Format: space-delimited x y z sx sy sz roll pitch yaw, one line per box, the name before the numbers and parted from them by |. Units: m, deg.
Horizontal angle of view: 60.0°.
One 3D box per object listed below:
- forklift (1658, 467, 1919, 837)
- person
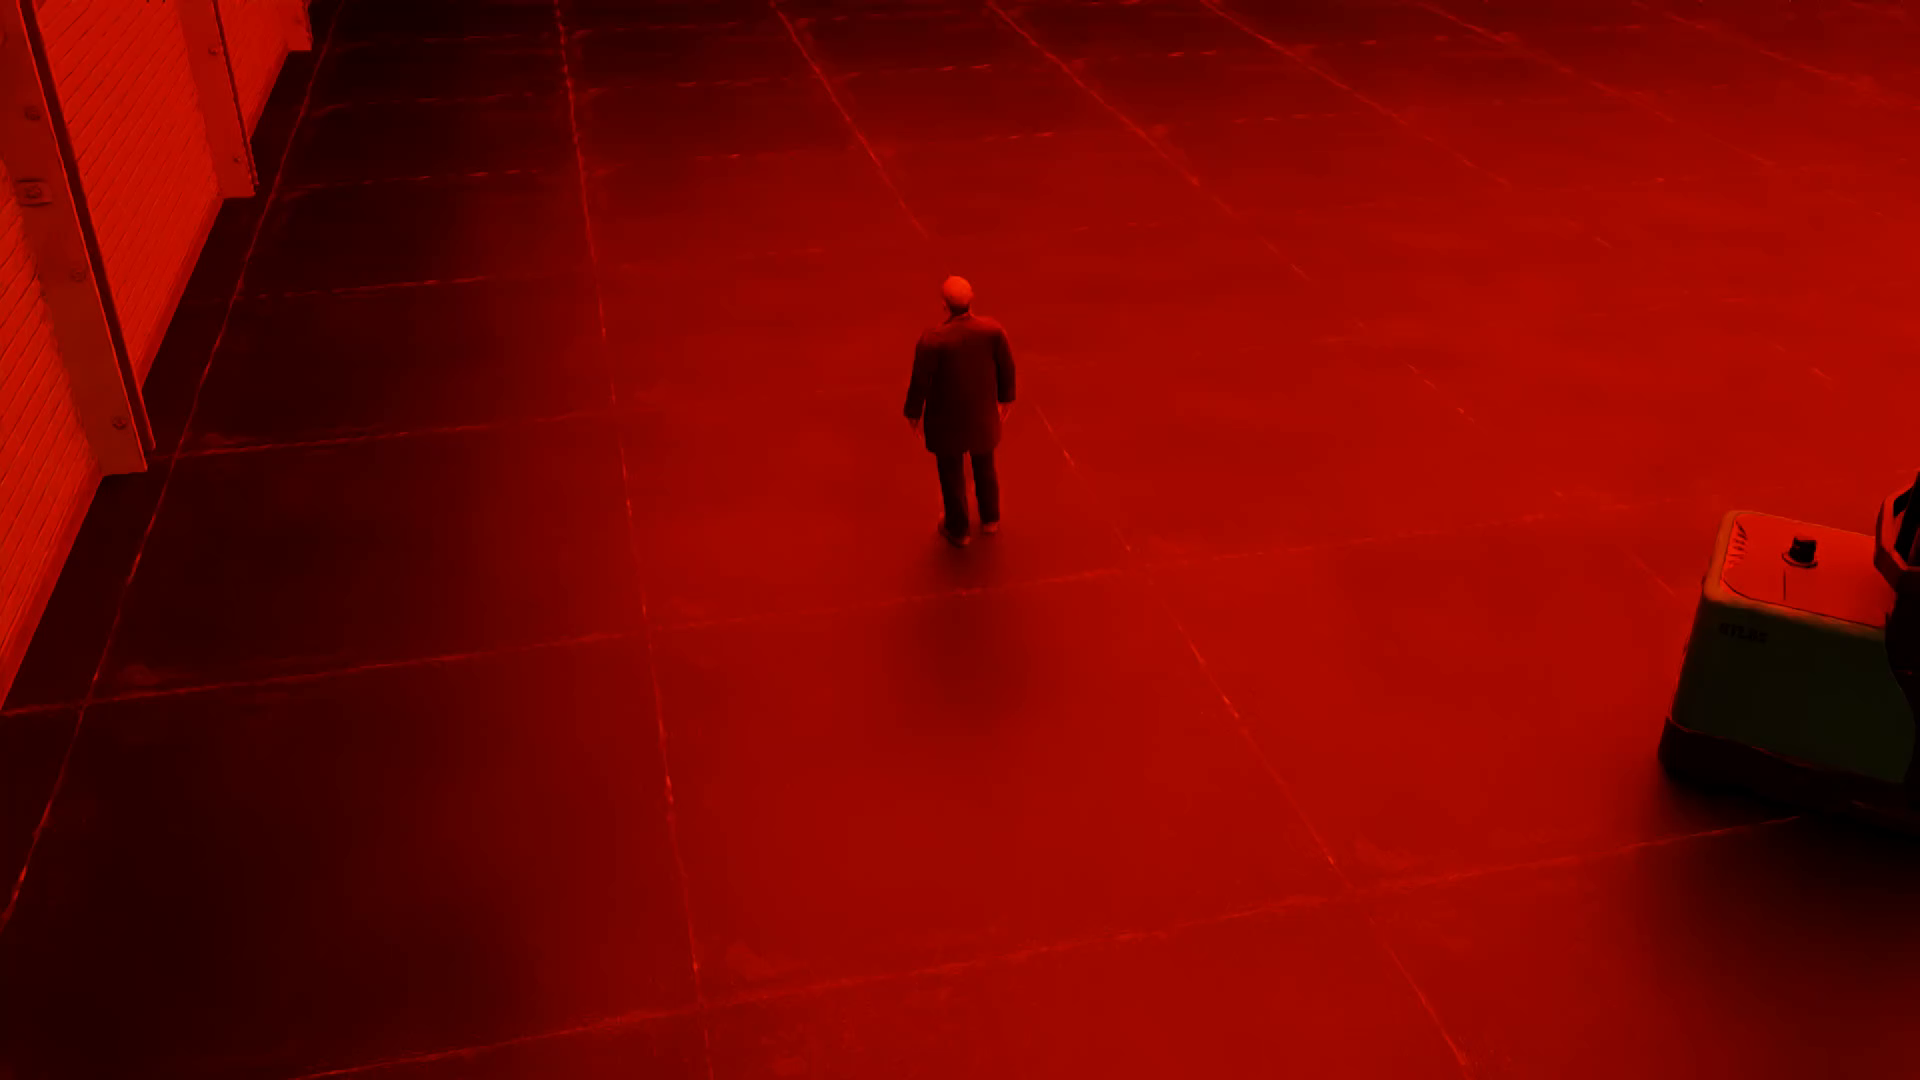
forklift | 5.101 0.037 7.511 3.031 2.935 1.130 15 33 24
person | -0.017 -0.821 10.129 0.694 1.776 0.580 -7 31 -12
